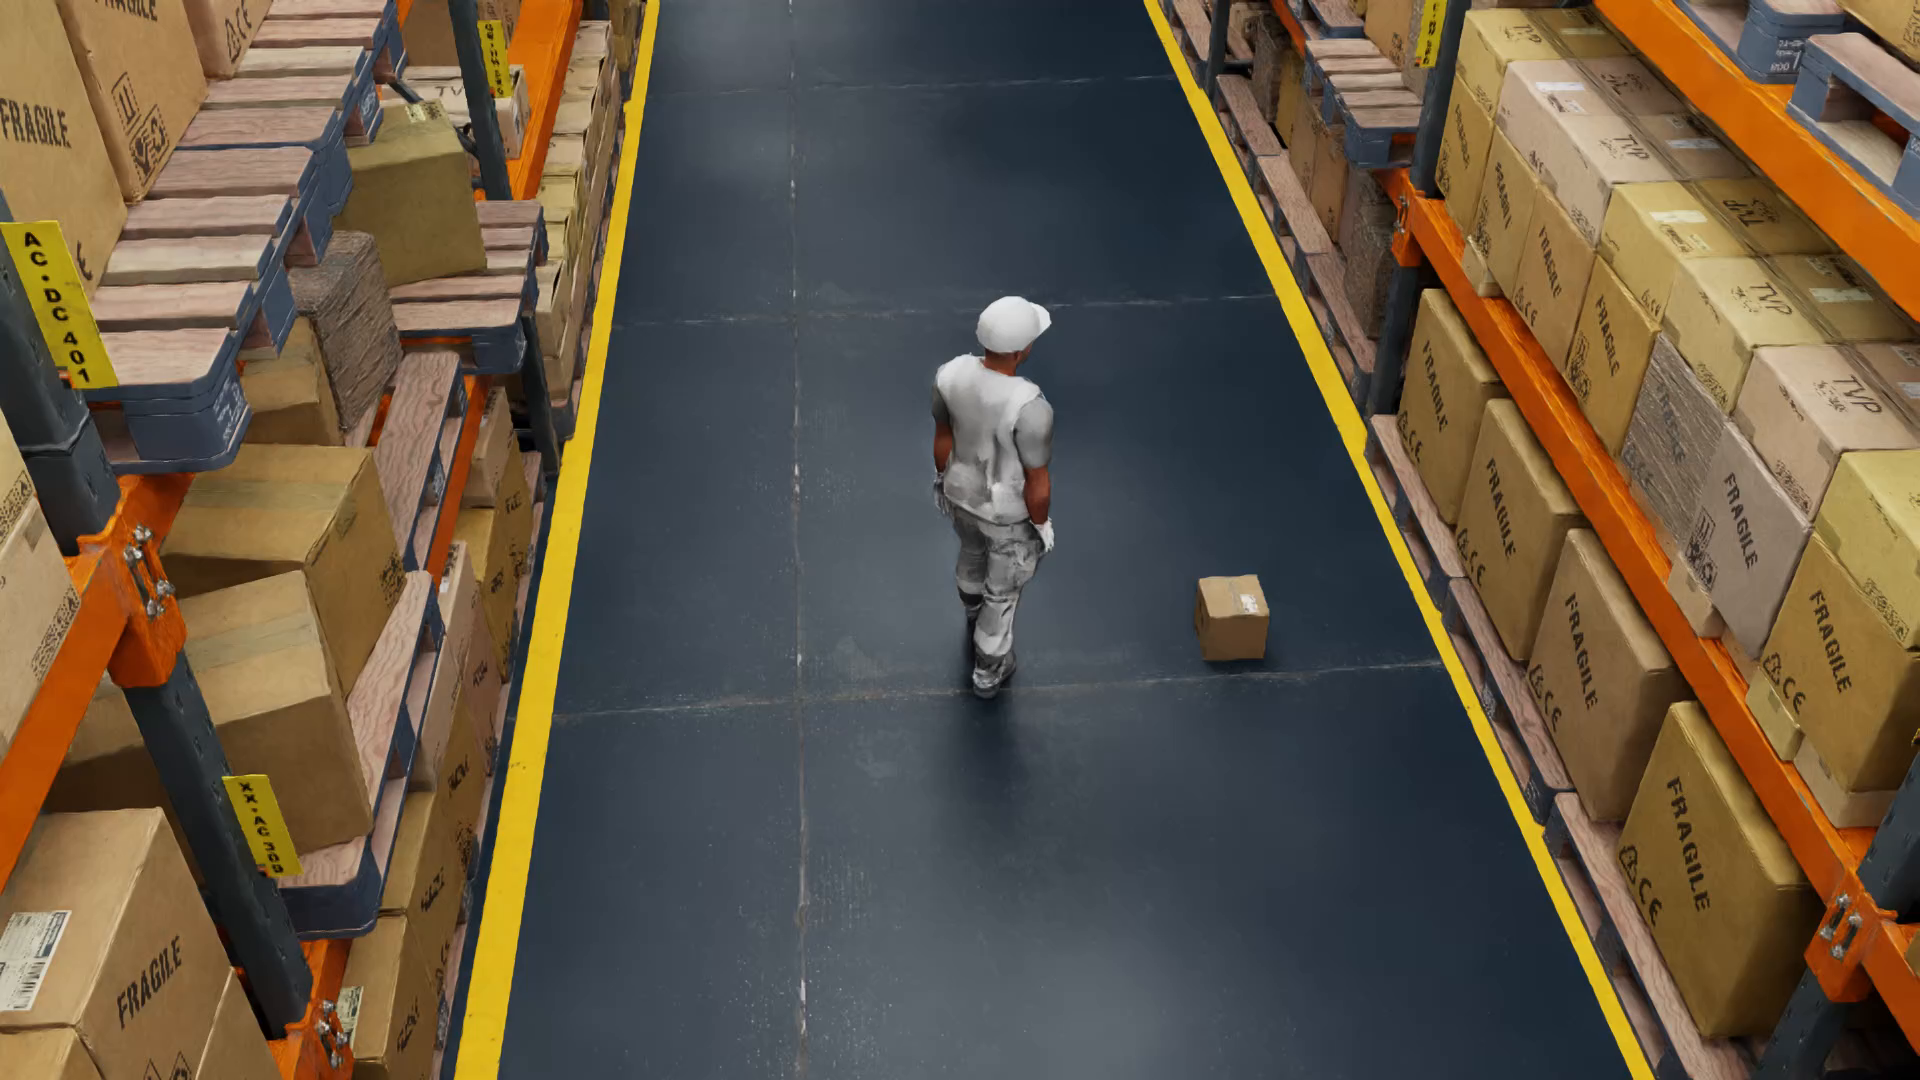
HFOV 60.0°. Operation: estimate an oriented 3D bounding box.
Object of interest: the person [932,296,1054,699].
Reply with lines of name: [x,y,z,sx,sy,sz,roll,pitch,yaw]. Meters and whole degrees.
person: [0.214,-0.227,6.403,0.581,1.789,0.608,28,46,30]
